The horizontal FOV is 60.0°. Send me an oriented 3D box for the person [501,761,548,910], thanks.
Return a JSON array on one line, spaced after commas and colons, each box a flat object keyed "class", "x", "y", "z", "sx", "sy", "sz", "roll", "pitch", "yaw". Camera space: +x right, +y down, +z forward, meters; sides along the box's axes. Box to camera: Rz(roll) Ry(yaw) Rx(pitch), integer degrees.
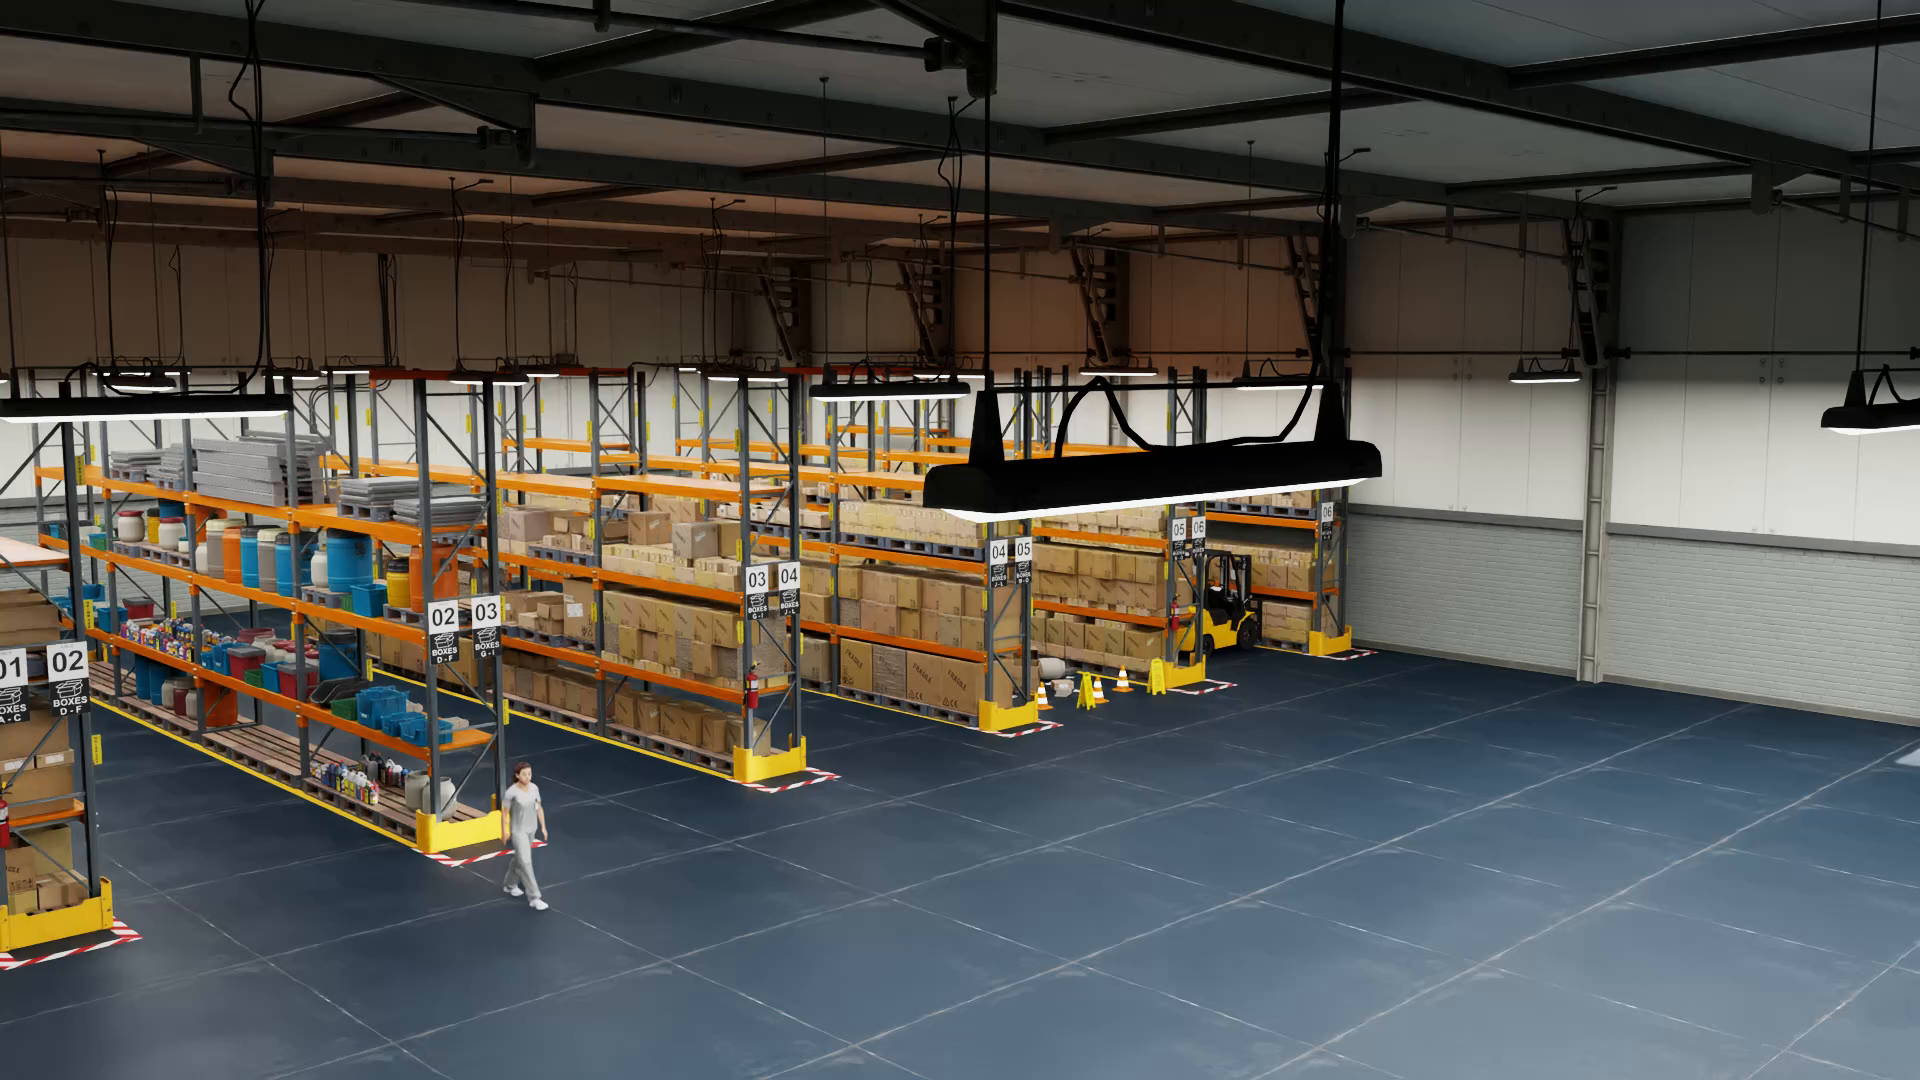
[{"class": "person", "x": -4.964, "y": 3.350, "z": 19.098, "sx": 0.964, "sy": 1.623, "sz": 0.456, "roll": 4, "pitch": 8, "yaw": 33}]
